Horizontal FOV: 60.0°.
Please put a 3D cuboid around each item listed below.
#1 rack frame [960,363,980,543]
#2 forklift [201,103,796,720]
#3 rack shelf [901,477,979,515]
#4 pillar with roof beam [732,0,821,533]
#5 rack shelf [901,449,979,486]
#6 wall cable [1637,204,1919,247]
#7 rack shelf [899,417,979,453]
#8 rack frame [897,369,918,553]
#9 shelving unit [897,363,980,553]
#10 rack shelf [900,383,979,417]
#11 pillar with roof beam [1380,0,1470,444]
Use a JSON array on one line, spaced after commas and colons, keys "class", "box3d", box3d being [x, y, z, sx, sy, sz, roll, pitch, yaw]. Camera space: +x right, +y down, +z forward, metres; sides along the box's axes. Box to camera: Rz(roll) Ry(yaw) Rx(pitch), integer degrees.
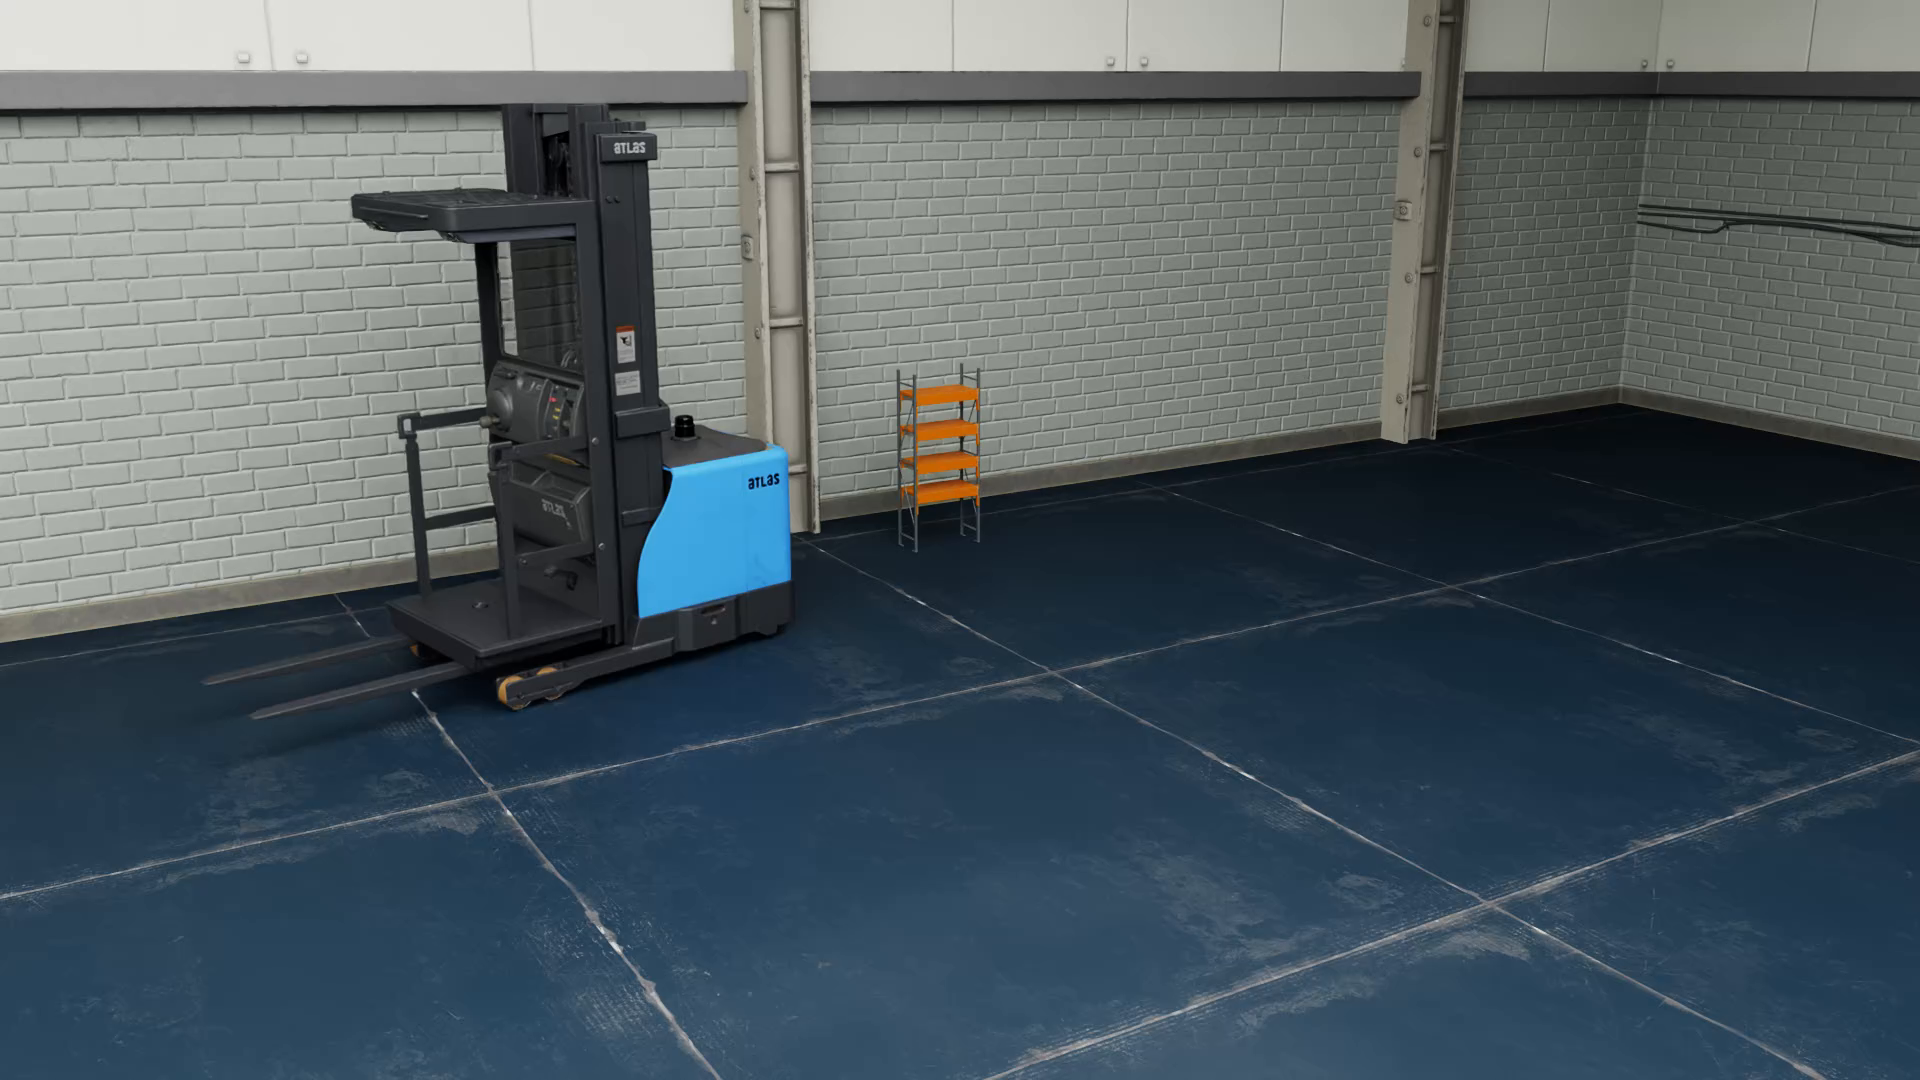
[{"class": "rack frame", "box3d": [0.067, -0.589, 11.287, 0.015, 1.200, 0.240, -9, 18, -30]}, {"class": "forklift", "box3d": [-2.368, -0.717, 8.536, 3.031, 2.935, 1.130, -14, 21, -41]}, {"class": "rack shelf", "box3d": [-0.142, -0.299, 11.238, 0.480, 0.148, 0.258, -9, 18, -30]}, {"class": "pillar with roof beam", "box3d": [1.000, -3.398, 6.858, 0.400, 9.000, 9.100, -9, 18, -30]}, {"class": "rack shelf", "box3d": [-0.142, -0.490, 11.184, 0.480, 0.148, 0.258, -9, 18, -30]}, {"class": "wall cable", "box3d": [7.132, -3.836, 14.175, 0.112, 2.526, 3.097, -9, 18, -30]}, {"class": "rack shelf", "box3d": [-0.142, -0.705, 11.124, 0.480, 0.148, 0.258, -9, 18, -30]}, {"class": "rack frame", "box3d": [-0.351, -0.521, 11.045, 0.015, 1.200, 0.240, -9, 18, -30]}, {"class": "shelving unit", "box3d": [-0.142, -0.555, 11.166, 0.503, 1.200, 0.258, -9, 18, -30]}, {"class": "rack shelf", "box3d": [-0.142, -0.933, 11.060, 0.480, 0.148, 0.258, -9, 18, -30]}, {"class": "pillar with roof beam", "box3d": [6.143, -4.232, 9.834, 0.400, 9.000, 9.100, -9, 18, -30]}]
